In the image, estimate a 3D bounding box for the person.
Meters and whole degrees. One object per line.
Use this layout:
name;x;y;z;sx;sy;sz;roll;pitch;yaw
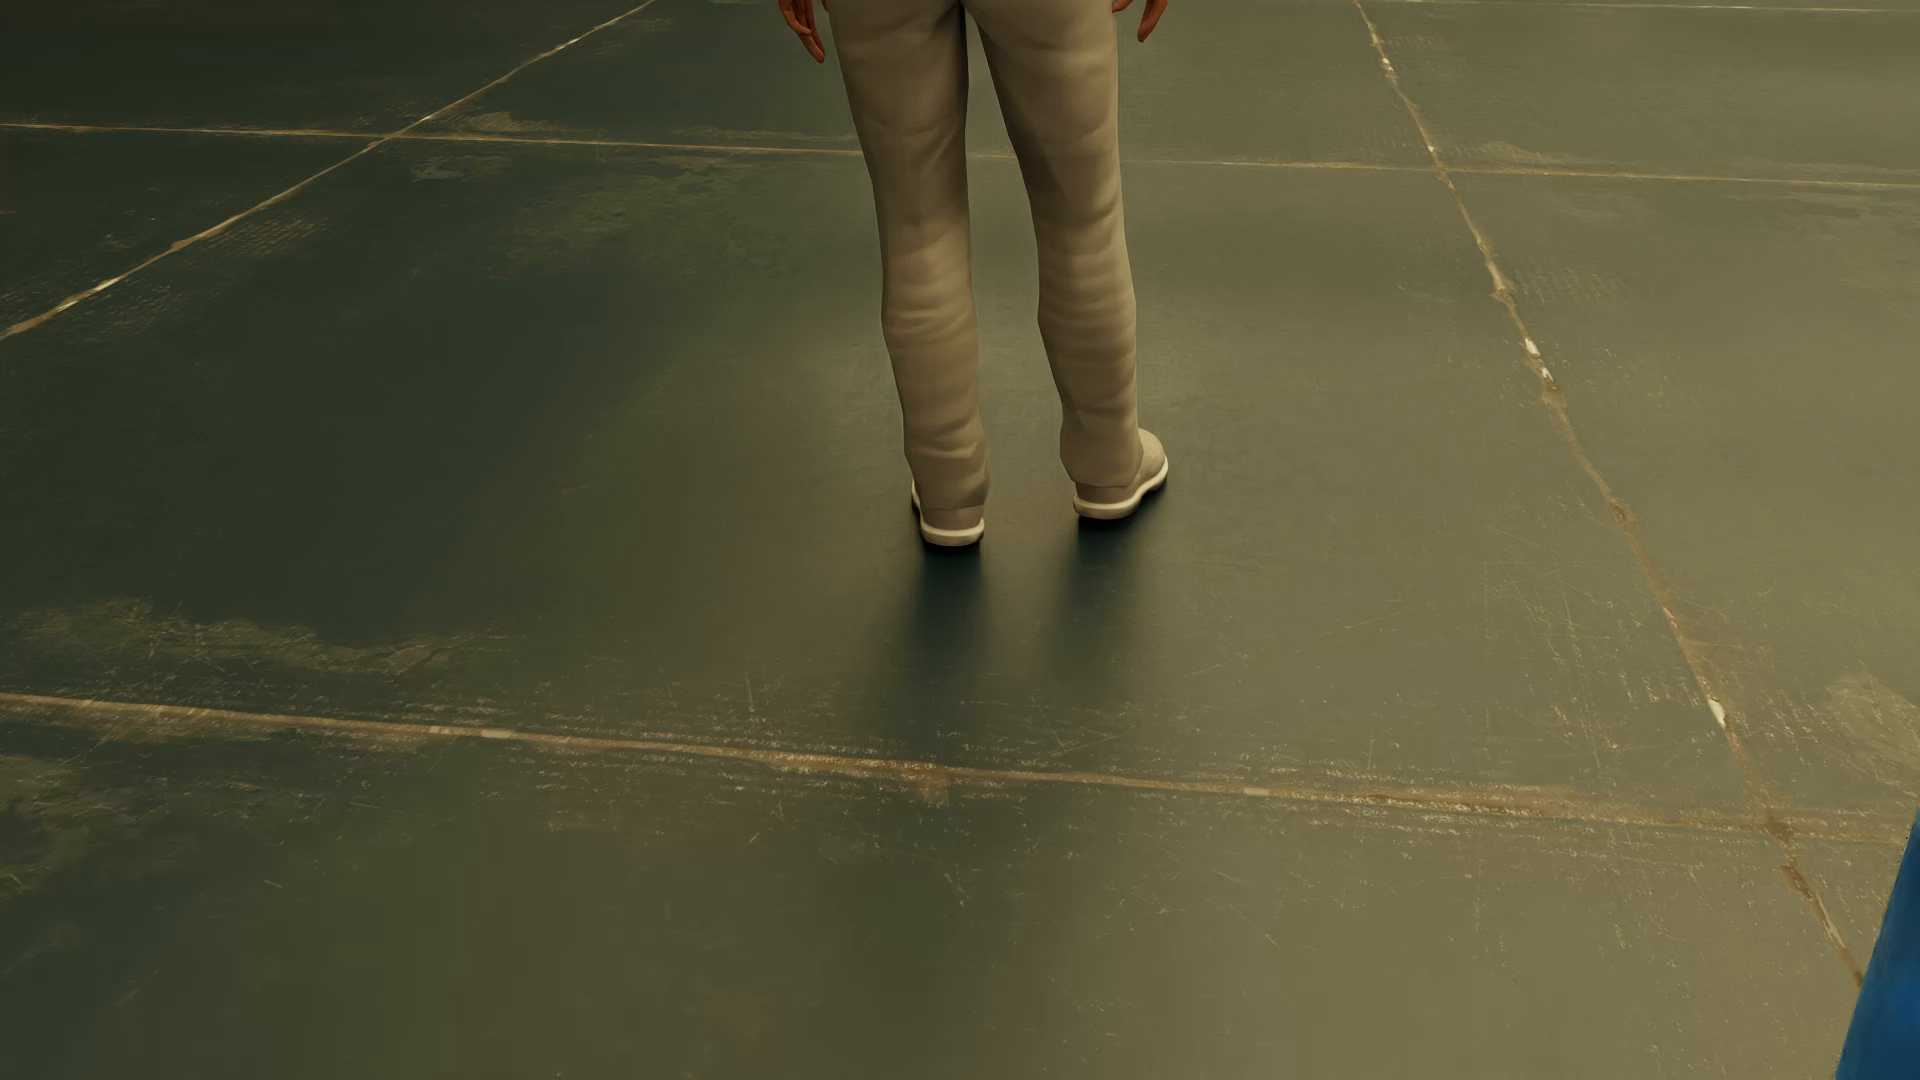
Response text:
person;0.030;-0.797;2.183;0.569;1.695;0.528;3;27;7
